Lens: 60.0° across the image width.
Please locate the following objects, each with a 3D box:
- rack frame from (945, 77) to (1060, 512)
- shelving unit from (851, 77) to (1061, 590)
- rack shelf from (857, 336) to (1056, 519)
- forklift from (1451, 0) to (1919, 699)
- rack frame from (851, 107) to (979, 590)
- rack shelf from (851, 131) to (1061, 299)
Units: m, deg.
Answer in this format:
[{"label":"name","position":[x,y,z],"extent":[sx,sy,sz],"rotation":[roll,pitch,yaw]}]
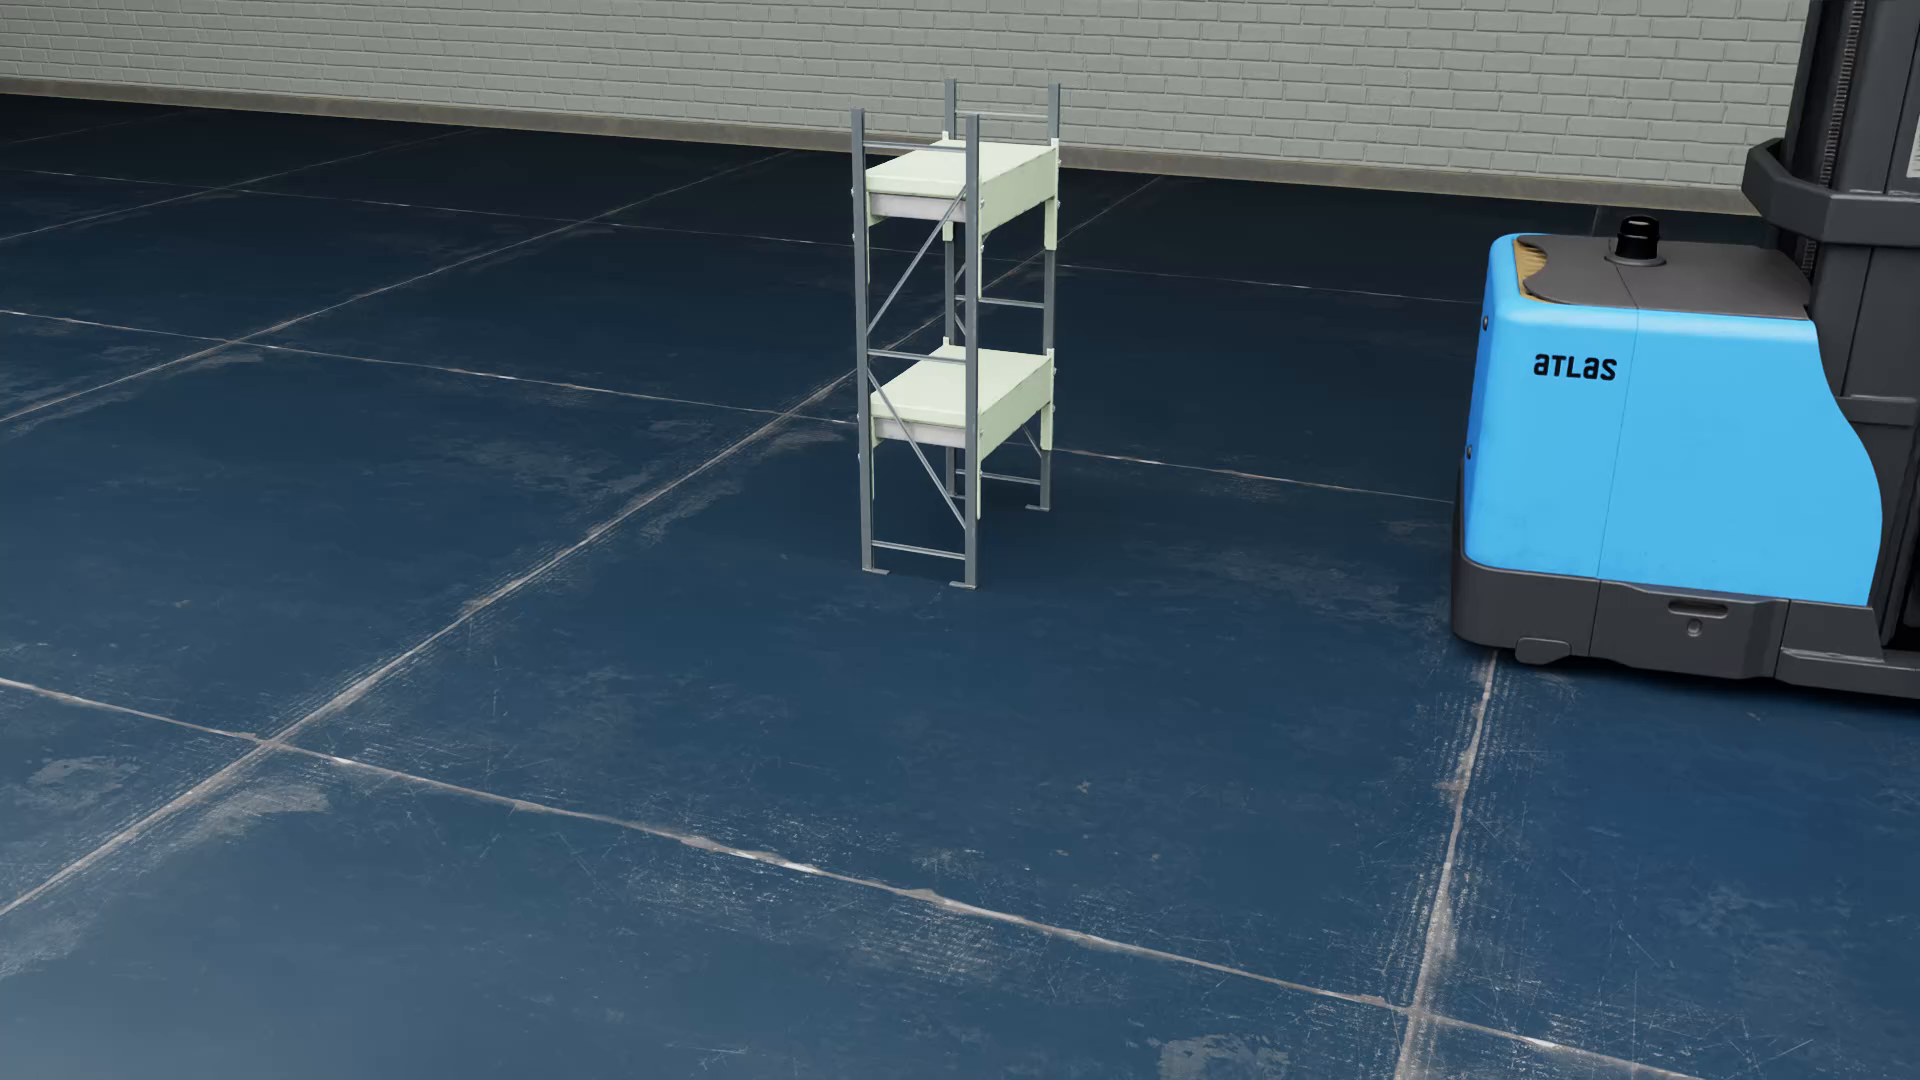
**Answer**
[{"label":"rack frame","position":[0.138,-0.825,5.780],"extent":[0.400,1.500,0.023],"rotation":[9,24,20]},{"label":"shelving unit","position":[0.002,-0.694,5.467],"extent":[0.431,1.500,0.755],"rotation":[9,24,20]},{"label":"rack shelf","position":[0.002,-0.394,5.592],"extent":[0.431,0.370,0.720],"rotation":[9,24,20]},{"label":"forklift","position":[3.032,-1.028,4.407],"extent":[3.031,2.935,1.130],"rotation":[6,23,14]},{"label":"rack frame","position":[-0.133,-0.563,5.153],"extent":[0.400,1.500,0.023],"rotation":[9,24,20]},{"label":"rack shelf","position":[0.002,-1.055,5.316],"extent":[0.431,0.370,0.720],"rotation":[9,24,20]}]
